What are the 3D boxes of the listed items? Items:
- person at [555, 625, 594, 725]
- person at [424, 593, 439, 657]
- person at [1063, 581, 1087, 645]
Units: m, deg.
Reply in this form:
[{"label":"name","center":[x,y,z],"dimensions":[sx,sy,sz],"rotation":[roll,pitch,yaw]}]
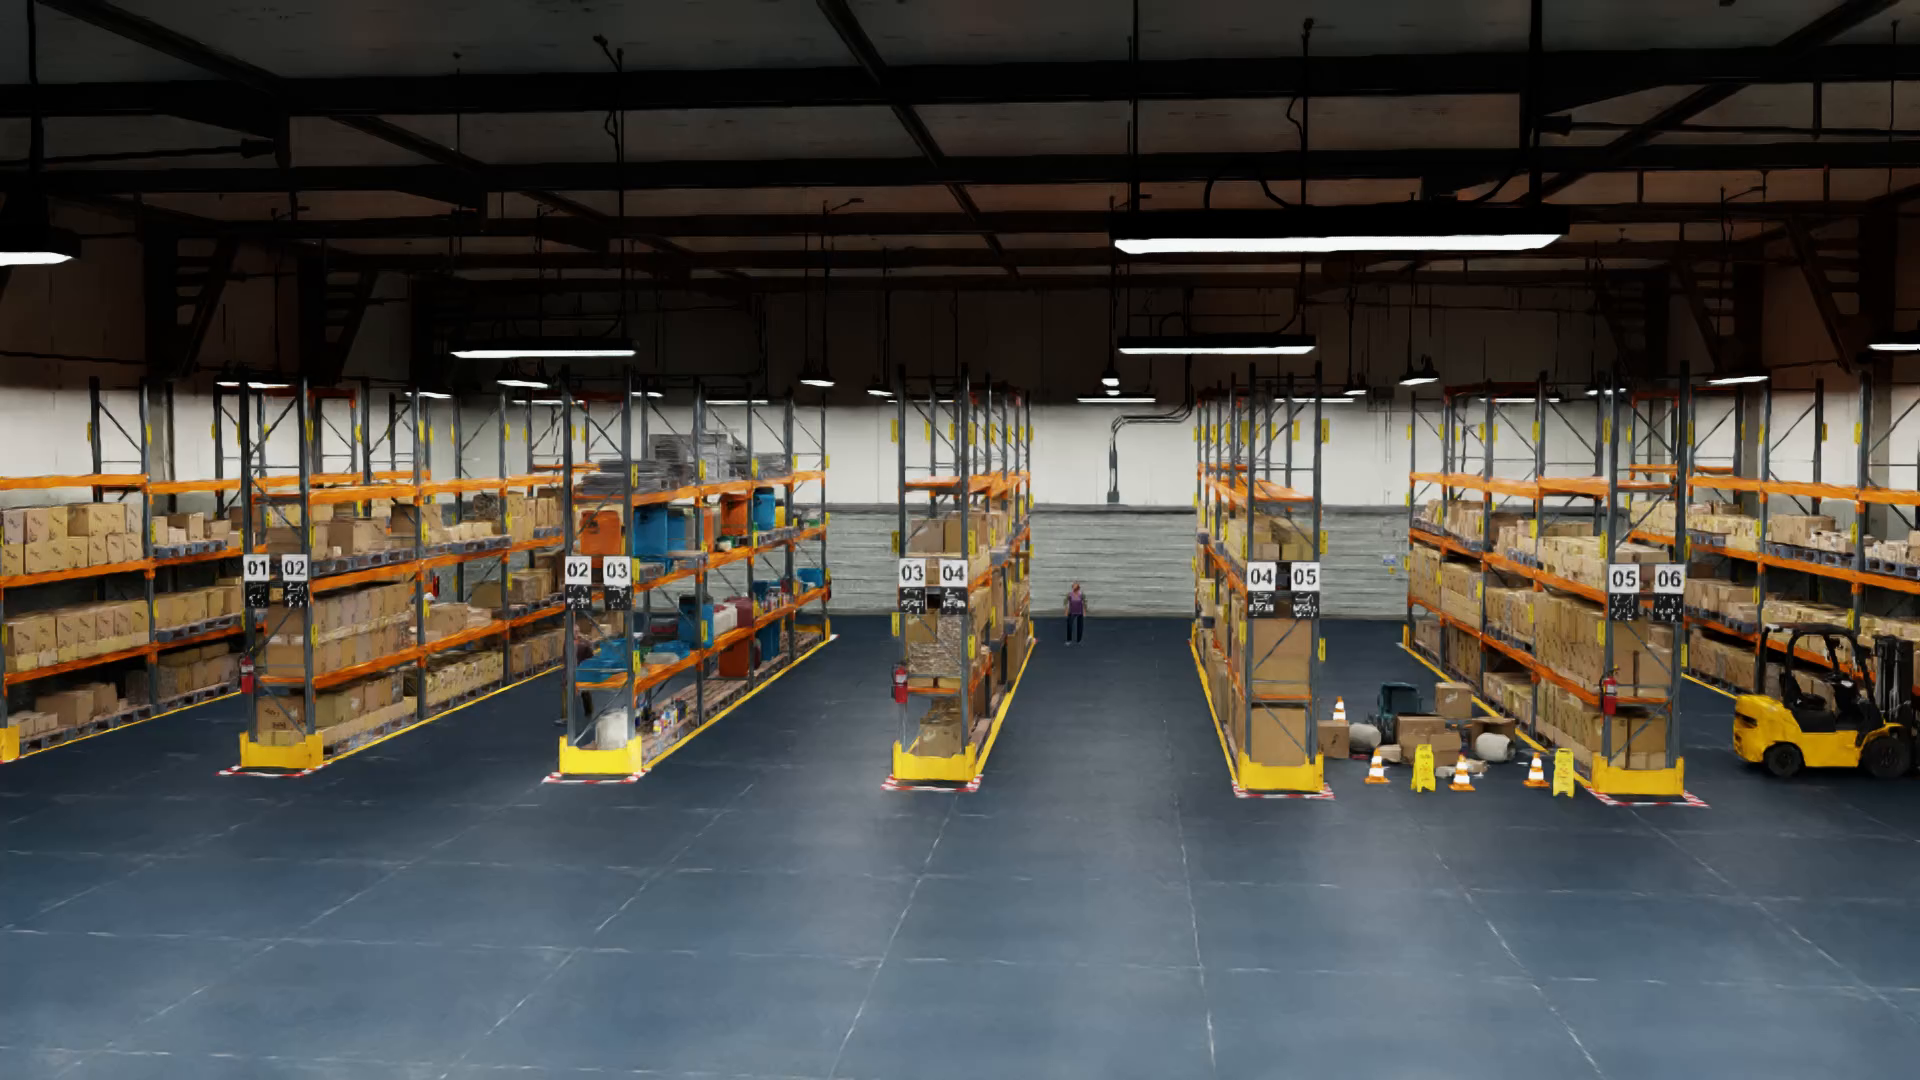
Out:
[{"label":"person","center":[-6.595,2.297,28.625],"dimensions":[0.581,1.698,1.193],"rotation":[0,4,3]},{"label":"person","center":[-10.984,1.930,34.491],"dimensions":[0.543,1.700,1.115],"rotation":[1,4,8]},{"label":"person","center":[2.720,1.725,39.201],"dimensions":[0.566,1.539,0.519],"rotation":[0,4,3]}]
